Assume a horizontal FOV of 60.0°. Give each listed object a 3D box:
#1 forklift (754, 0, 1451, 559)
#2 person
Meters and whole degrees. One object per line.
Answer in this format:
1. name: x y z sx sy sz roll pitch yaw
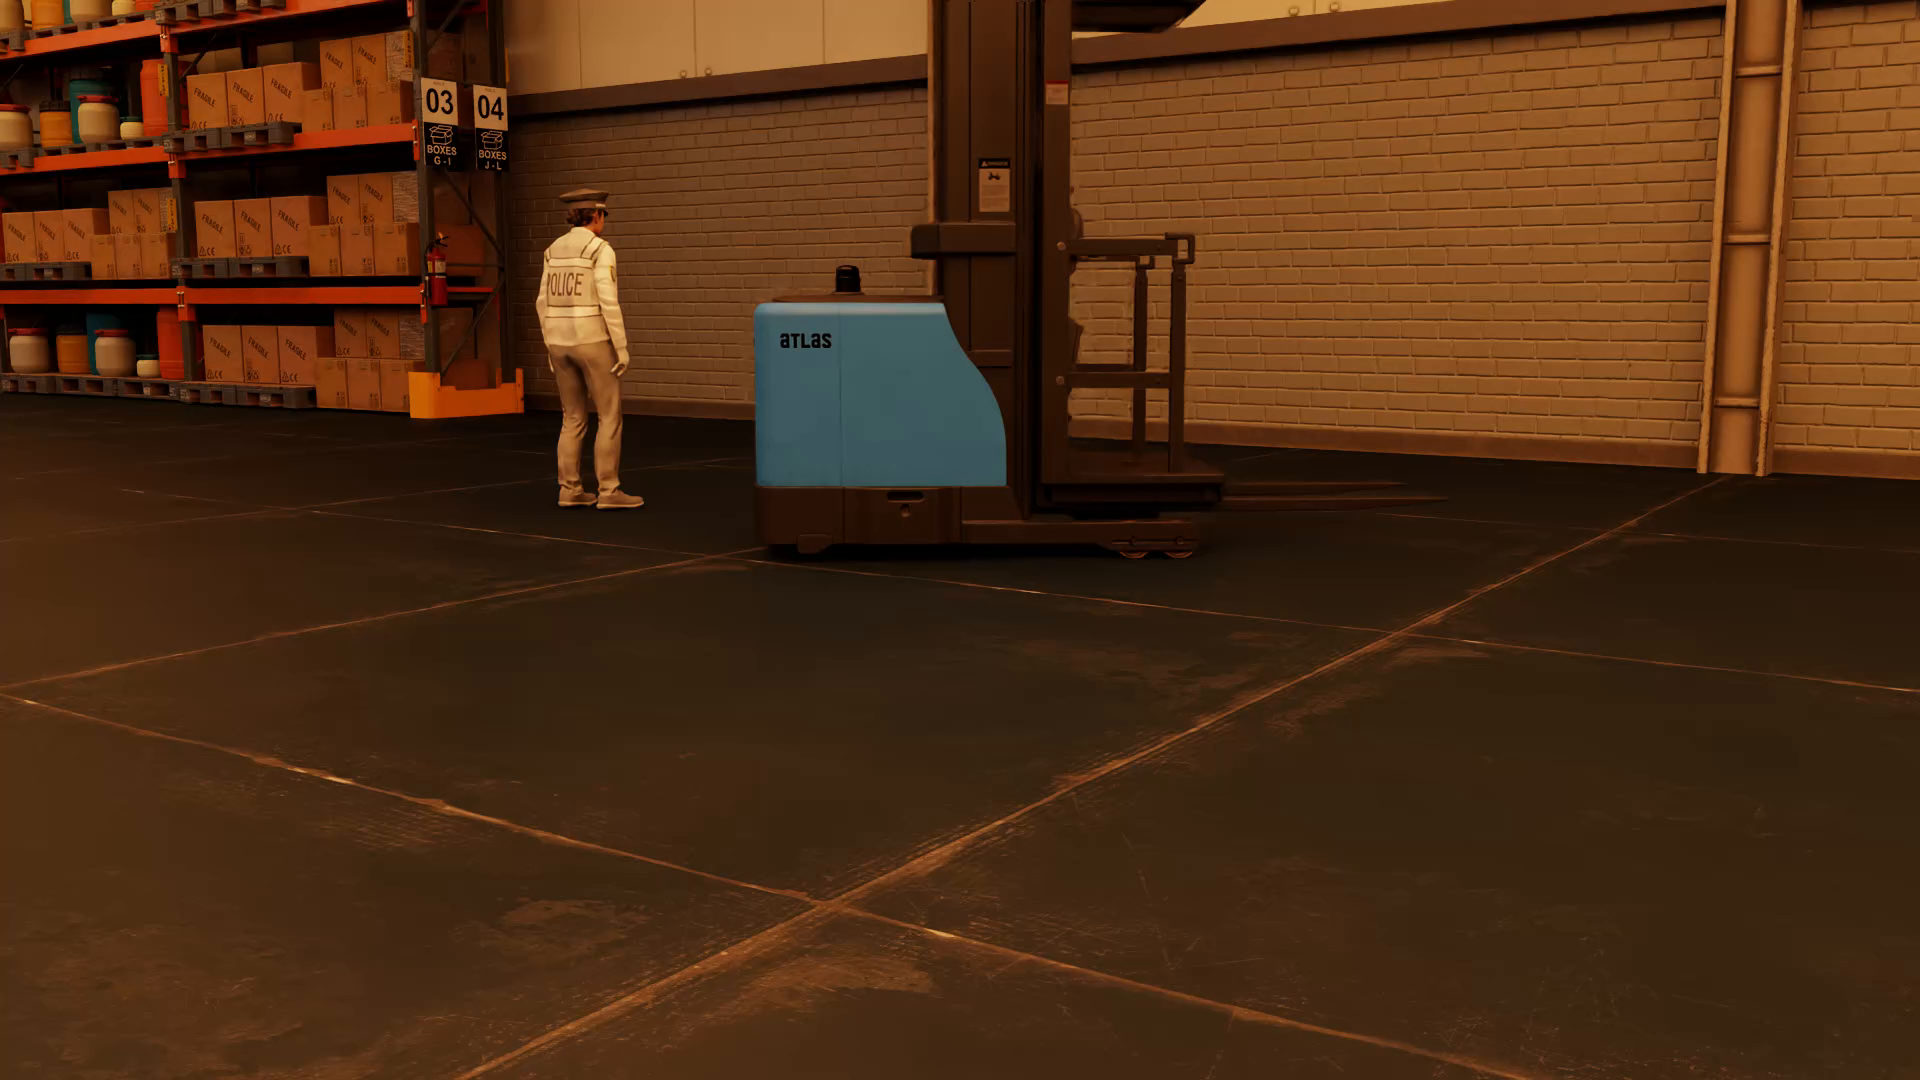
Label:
1. forklift: 0.621 -1.444 7.350 3.031 2.935 1.130 0 8 -3
2. person: -1.960 -0.995 8.702 0.536 1.662 0.374 5 9 29
